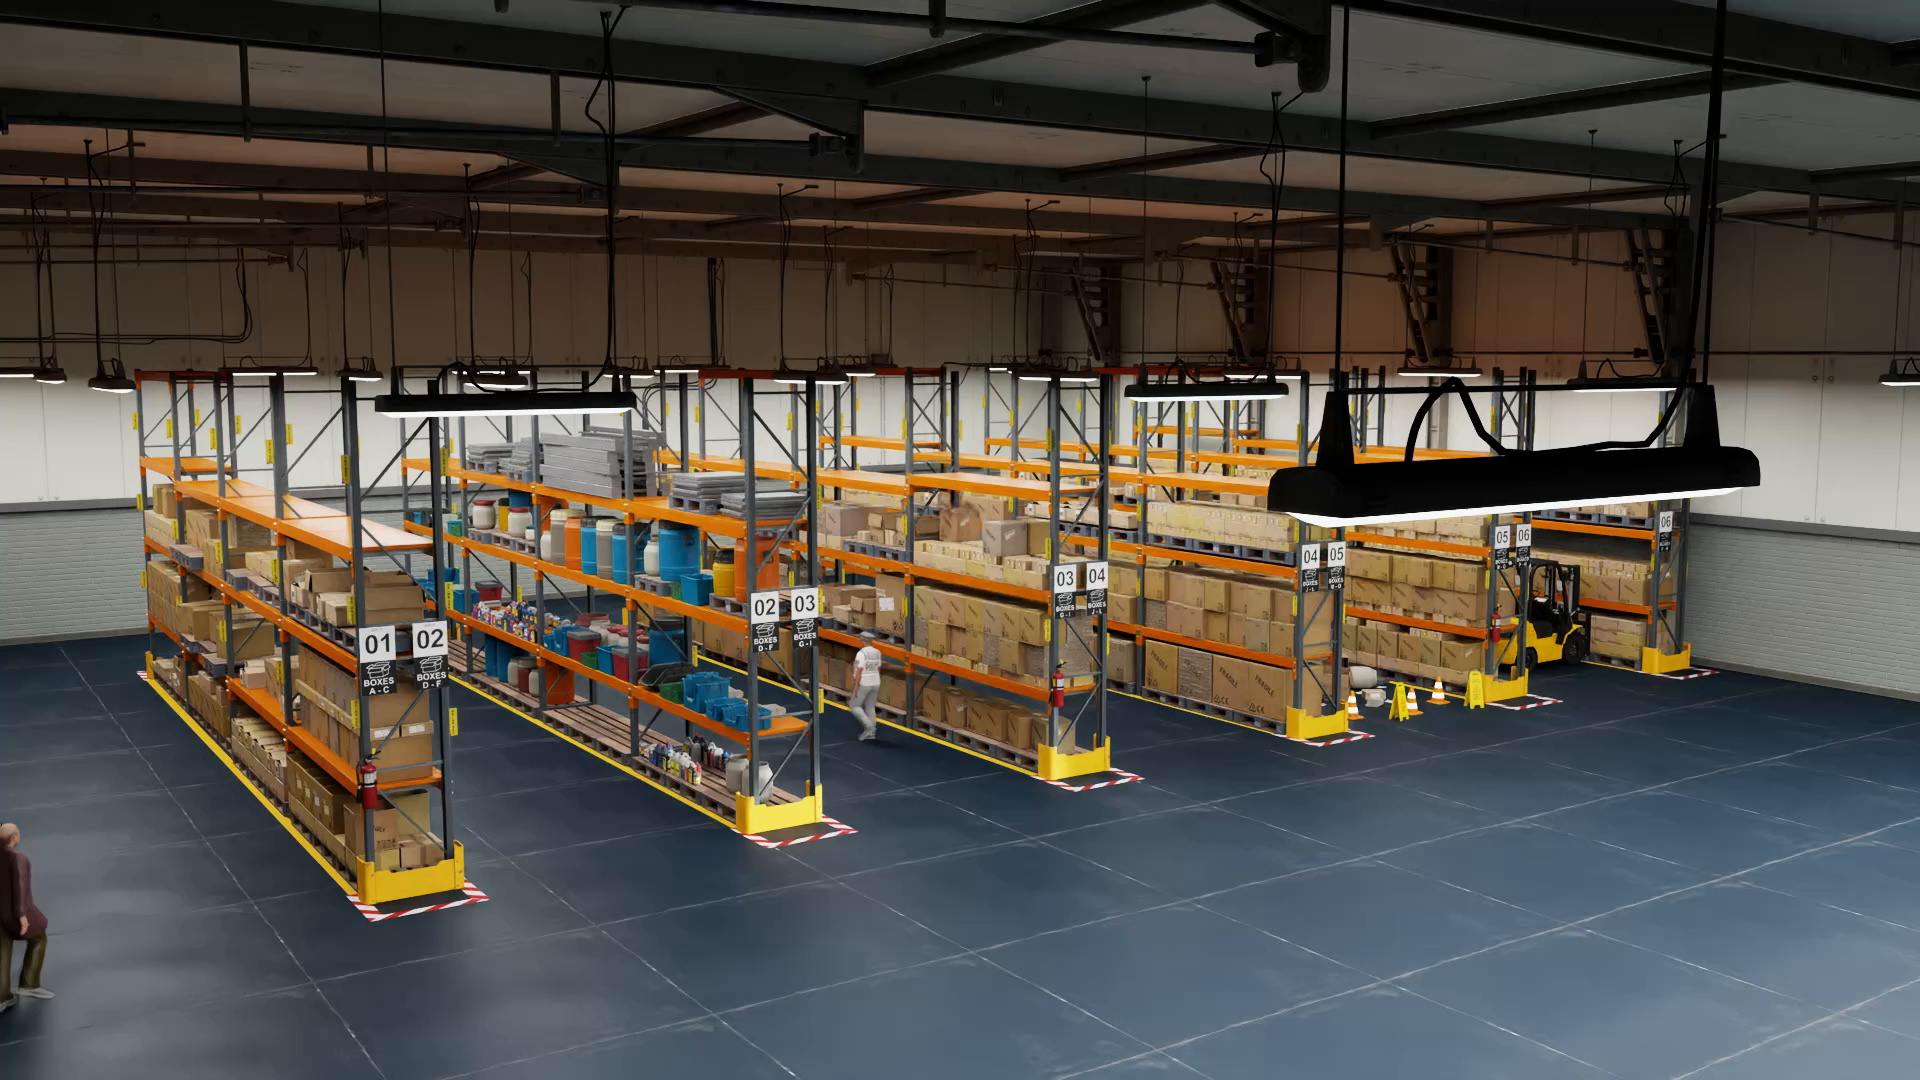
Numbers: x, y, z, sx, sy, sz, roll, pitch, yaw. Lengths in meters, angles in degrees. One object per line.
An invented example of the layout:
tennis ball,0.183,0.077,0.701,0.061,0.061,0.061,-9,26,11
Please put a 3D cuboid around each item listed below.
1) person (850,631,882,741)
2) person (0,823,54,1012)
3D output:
person,-1.497,2.388,27.173,0.472,1.755,0.574,6,9,43
person,-9.219,3.645,16.084,0.576,1.797,0.595,0,6,4
